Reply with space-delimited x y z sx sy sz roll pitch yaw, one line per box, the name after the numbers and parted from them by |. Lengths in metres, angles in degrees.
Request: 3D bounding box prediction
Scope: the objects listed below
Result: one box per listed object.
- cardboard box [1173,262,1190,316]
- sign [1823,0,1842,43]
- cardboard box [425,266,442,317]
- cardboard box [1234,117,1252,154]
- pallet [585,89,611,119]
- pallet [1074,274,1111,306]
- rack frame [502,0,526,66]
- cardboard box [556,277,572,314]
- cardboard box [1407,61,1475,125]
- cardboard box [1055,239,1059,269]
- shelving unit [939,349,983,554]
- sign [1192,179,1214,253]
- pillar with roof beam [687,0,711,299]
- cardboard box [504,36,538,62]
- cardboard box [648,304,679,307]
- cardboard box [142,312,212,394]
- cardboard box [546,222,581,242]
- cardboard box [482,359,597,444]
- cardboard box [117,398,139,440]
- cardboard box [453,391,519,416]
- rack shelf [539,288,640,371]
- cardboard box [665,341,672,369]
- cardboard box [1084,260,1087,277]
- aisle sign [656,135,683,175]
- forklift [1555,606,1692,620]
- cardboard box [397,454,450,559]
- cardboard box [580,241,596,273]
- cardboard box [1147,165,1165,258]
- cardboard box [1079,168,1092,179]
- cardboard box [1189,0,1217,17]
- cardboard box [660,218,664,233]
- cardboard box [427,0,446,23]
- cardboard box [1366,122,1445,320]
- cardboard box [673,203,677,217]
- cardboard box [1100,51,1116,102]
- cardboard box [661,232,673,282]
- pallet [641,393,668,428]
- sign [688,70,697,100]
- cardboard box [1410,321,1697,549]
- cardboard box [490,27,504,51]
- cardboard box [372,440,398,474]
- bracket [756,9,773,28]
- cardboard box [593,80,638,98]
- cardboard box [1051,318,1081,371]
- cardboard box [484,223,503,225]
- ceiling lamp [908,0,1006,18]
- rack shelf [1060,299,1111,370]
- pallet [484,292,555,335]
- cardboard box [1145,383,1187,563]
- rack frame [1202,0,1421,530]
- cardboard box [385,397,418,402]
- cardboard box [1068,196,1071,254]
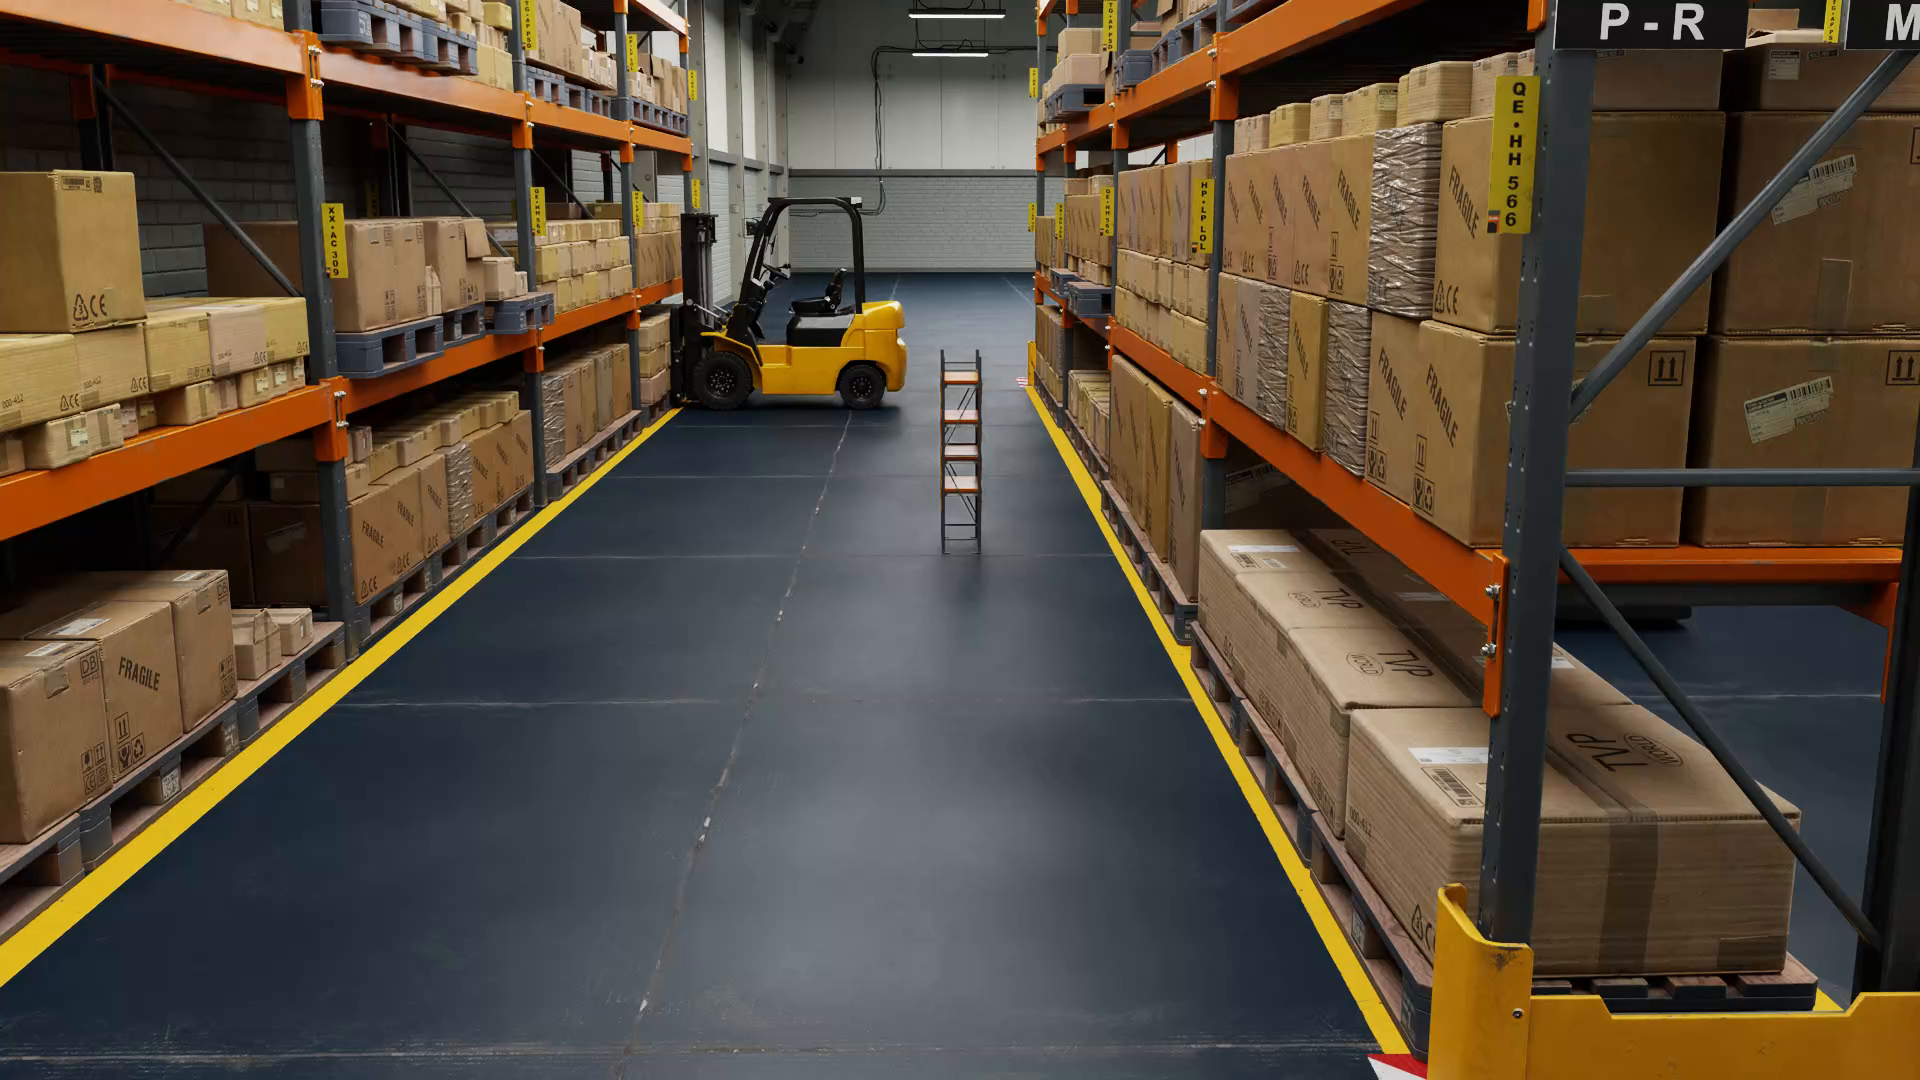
1.364 -1.282 8.454 0.500 0.250 0.500 0 11 0 | cardboard box
5.943 -3.522 11.330 0.100 0.325 0.005 0 11 -1 | sign
-2.974 -1.321 8.809 0.396 0.266 0.258 0 11 2 | cardboard box
1.381 -1.718 7.084 0.380 0.149 0.250 0 11 -2 | cardboard box
-3.463 -3.695 14.164 0.805 0.209 1.217 -1 11 -3 | pallet
1.469 -2.019 13.450 1.003 0.211 1.213 0 11 -1 | pallet
-3.411 -4.639 10.791 1.000 3.000 0.127 0 11 -1 | rack frame
-3.182 -1.814 12.335 0.500 0.250 0.500 0 11 -2 | cardboard box
1.390 -1.158 4.326 0.380 0.149 0.250 0 11 -2 | cardboard box
1.193 -2.899 16.306 0.500 0.500 0.500 0 11 1 | cardboard box
0.003 -0.555 10.278 0.258 1.200 0.503 0 11 -1 | shelving unit
1.092 -1.449 7.445 0.100 0.325 0.005 0 11 -1 | sign
-0.407 -8.490 29.774 9.100 9.000 0.400 0 11 -1 | pillar with roof beam
-3.115 -3.380 11.409 0.380 0.166 0.250 0 11 -1 | cardboard box
-3.255 -2.547 18.914 0.500 0.250 0.500 0 11 1 | cardboard box
-3.052 -0.677 5.980 0.500 0.250 0.500 0 11 -2 | cardboard box
-3.161 -2.387 12.896 0.380 0.149 0.250 0 11 0 | cardboard box
-3.446 -1.128 13.493 0.875 0.625 0.625 -1 11 -4 | cardboard box
-3.056 -0.411 5.674 0.380 0.149 0.250 0 11 -1 | cardboard box
-3.148 -0.900 11.051 0.380 0.149 0.250 -1 11 -4 | cardboard box
-3.453 -1.744 13.419 1.077 0.370 4.000 0 11 -1 | rack shelf
-3.207 -1.895 16.955 0.500 0.250 0.500 0 11 -2 | cardboard box
1.198 -2.174 13.308 0.380 0.149 0.250 -1 11 -3 | cardboard box
-3.284 -4.577 19.038 0.394 0.787 0.004 0 11 -1 | aisle sign
3.108 -1.271 9.450 1.130 2.935 3.031 0 11 -1 | forklift
-3.141 -0.186 9.164 0.500 0.500 0.500 -1 11 -3 | cardboard box
-3.214 -2.264 13.297 0.500 0.250 0.500 0 11 0 | cardboard box
1.339 -1.858 9.407 0.500 0.500 0.500 0 11 0 | cardboard box
1.603 -3.593 17.210 0.700 0.500 0.500 0 11 -2 | cardboard box
1.406 -2.731 8.101 0.500 0.311 0.500 0 11 -1 | cardboard box
-3.250 -3.233 17.066 0.380 0.149 0.250 0 11 -2 | cardboard box
-2.995 -2.872 8.950 0.380 0.149 0.250 0 11 0 | cardboard box
1.428 -0.867 4.523 0.500 0.500 0.500 0 11 -1 | cardboard box
-3.243 -3.529 17.780 0.380 0.149 0.250 0 11 0 | cardboard box
1.491 -3.544 12.677 0.797 0.503 0.637 0 11 -1 | cardboard box
-3.270 -2.936 17.237 0.500 0.500 0.500 0 11 -1 | cardboard box
-3.469 -1.286 16.364 1.003 0.211 1.213 0 11 -1 | pallet
-3.034 -5.154 18.845 0.100 0.325 0.005 0 11 -1 | sign
1.442 -0.273 4.111 0.500 0.500 0.500 0 11 -1 | cardboard box
-3.163 -3.221 10.722 0.380 0.149 0.250 0 11 0 | cardboard box
-3.189 -0.435 8.757 0.380 0.149 0.250 0 11 -2 | cardboard box
-4.543 -12.029 38.163 0.076 0.066 4.783 0 11 -1 | bracket
-3.200 -4.186 15.428 0.380 0.149 0.250 0 11 0 | cardboard box
1.176 -1.958 16.641 0.500 0.500 0.500 0 11 0 | cardboard box
-3.684 -2.333 12.634 0.380 0.149 0.250 0 11 -1 | cardboard box
-0.067 -12.352 34.128 2.000 3.185 0.800 0 11 -1 | ceiling lamp
1.510 -1.765 13.523 1.077 0.370 4.000 0 11 -1 | rack shelf
-3.327 -1.470 10.744 1.213 0.211 1.003 0 11 -1 | pallet
1.515 -0.392 9.233 0.875 0.875 0.875 0 11 0 | cardboard box
1.634 -0.925 7.573 1.000 3.000 0.127 0 11 -1 | rack frame
-3.734 -0.839 10.752 0.380 0.149 0.250 0 11 1 | cardboard box
1.202 -2.722 14.374 0.500 0.500 0.500 0 11 -1 | cardboard box
